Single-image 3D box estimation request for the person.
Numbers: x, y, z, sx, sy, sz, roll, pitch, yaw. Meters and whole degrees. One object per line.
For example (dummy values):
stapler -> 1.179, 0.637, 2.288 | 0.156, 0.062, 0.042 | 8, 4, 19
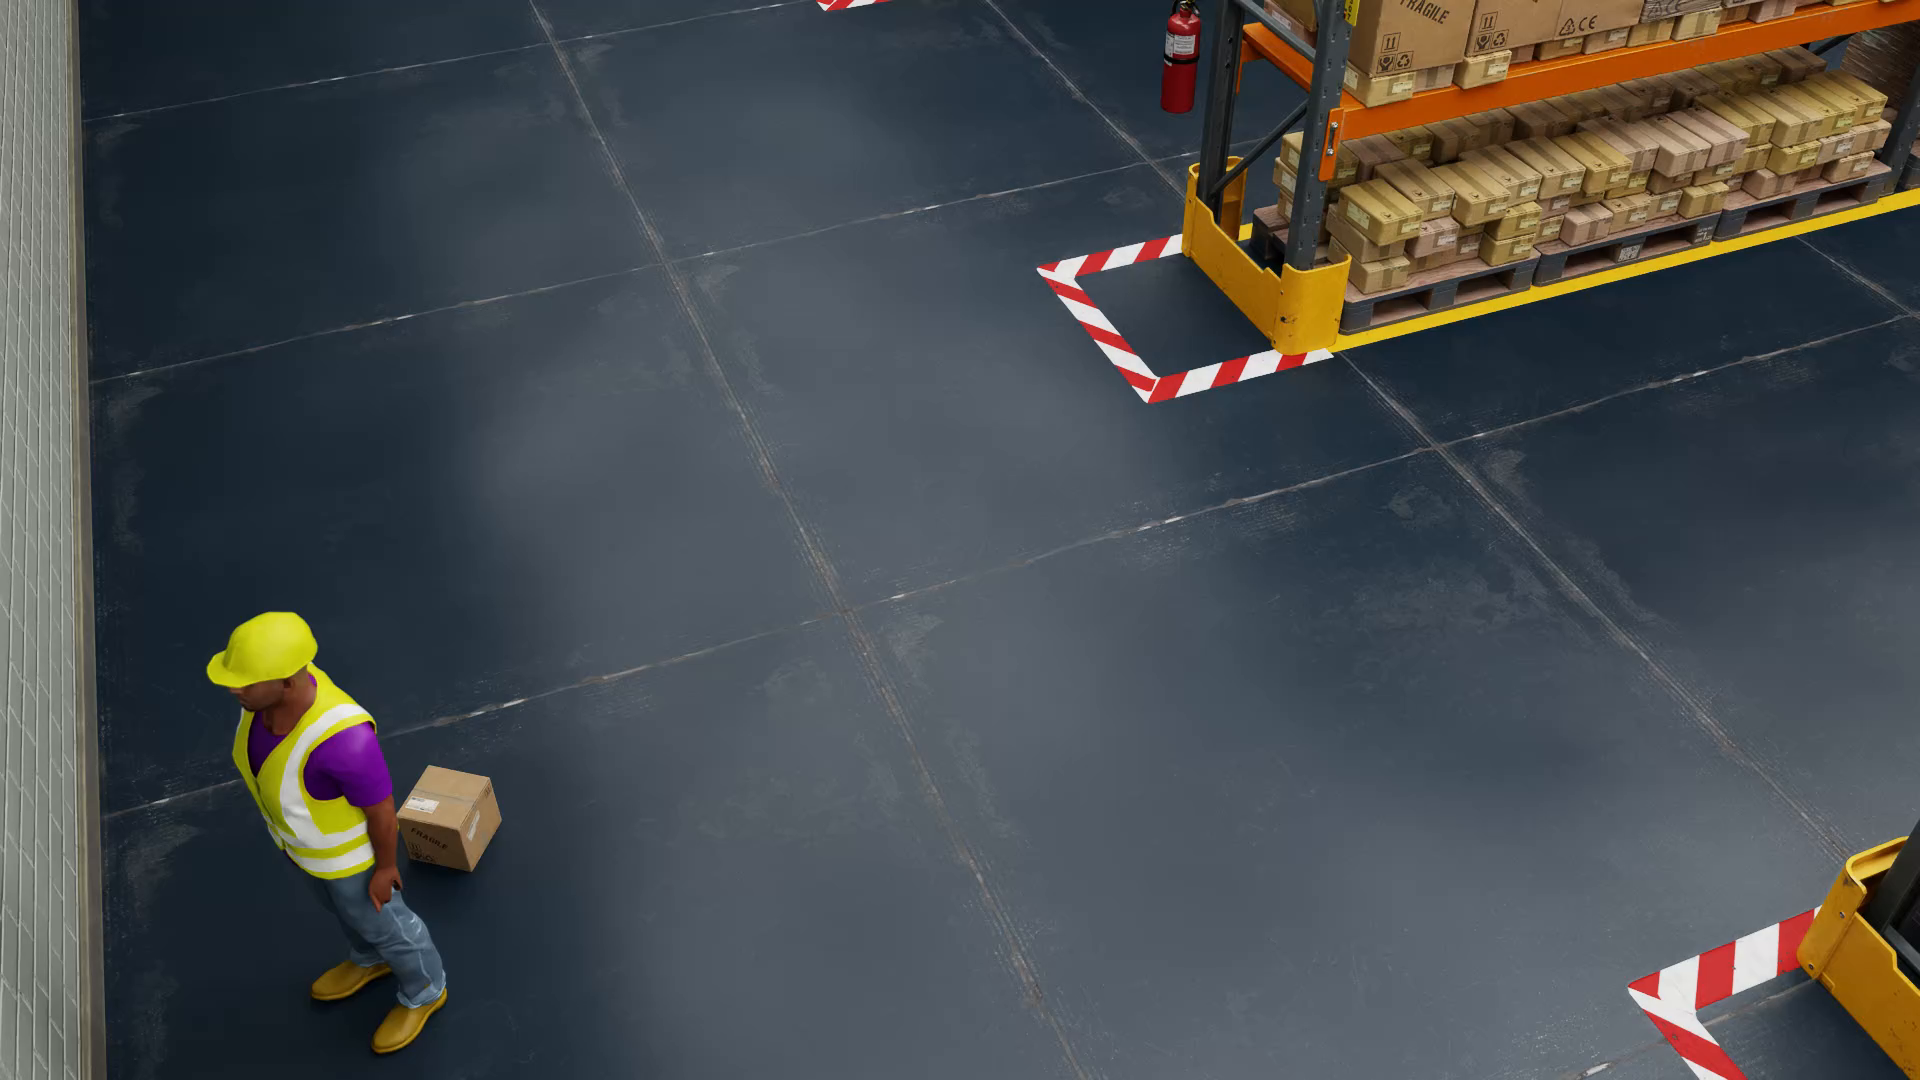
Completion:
person -> -1.938, 0.907, 5.113 | 0.564, 1.772, 0.378 | 30, 49, 29
